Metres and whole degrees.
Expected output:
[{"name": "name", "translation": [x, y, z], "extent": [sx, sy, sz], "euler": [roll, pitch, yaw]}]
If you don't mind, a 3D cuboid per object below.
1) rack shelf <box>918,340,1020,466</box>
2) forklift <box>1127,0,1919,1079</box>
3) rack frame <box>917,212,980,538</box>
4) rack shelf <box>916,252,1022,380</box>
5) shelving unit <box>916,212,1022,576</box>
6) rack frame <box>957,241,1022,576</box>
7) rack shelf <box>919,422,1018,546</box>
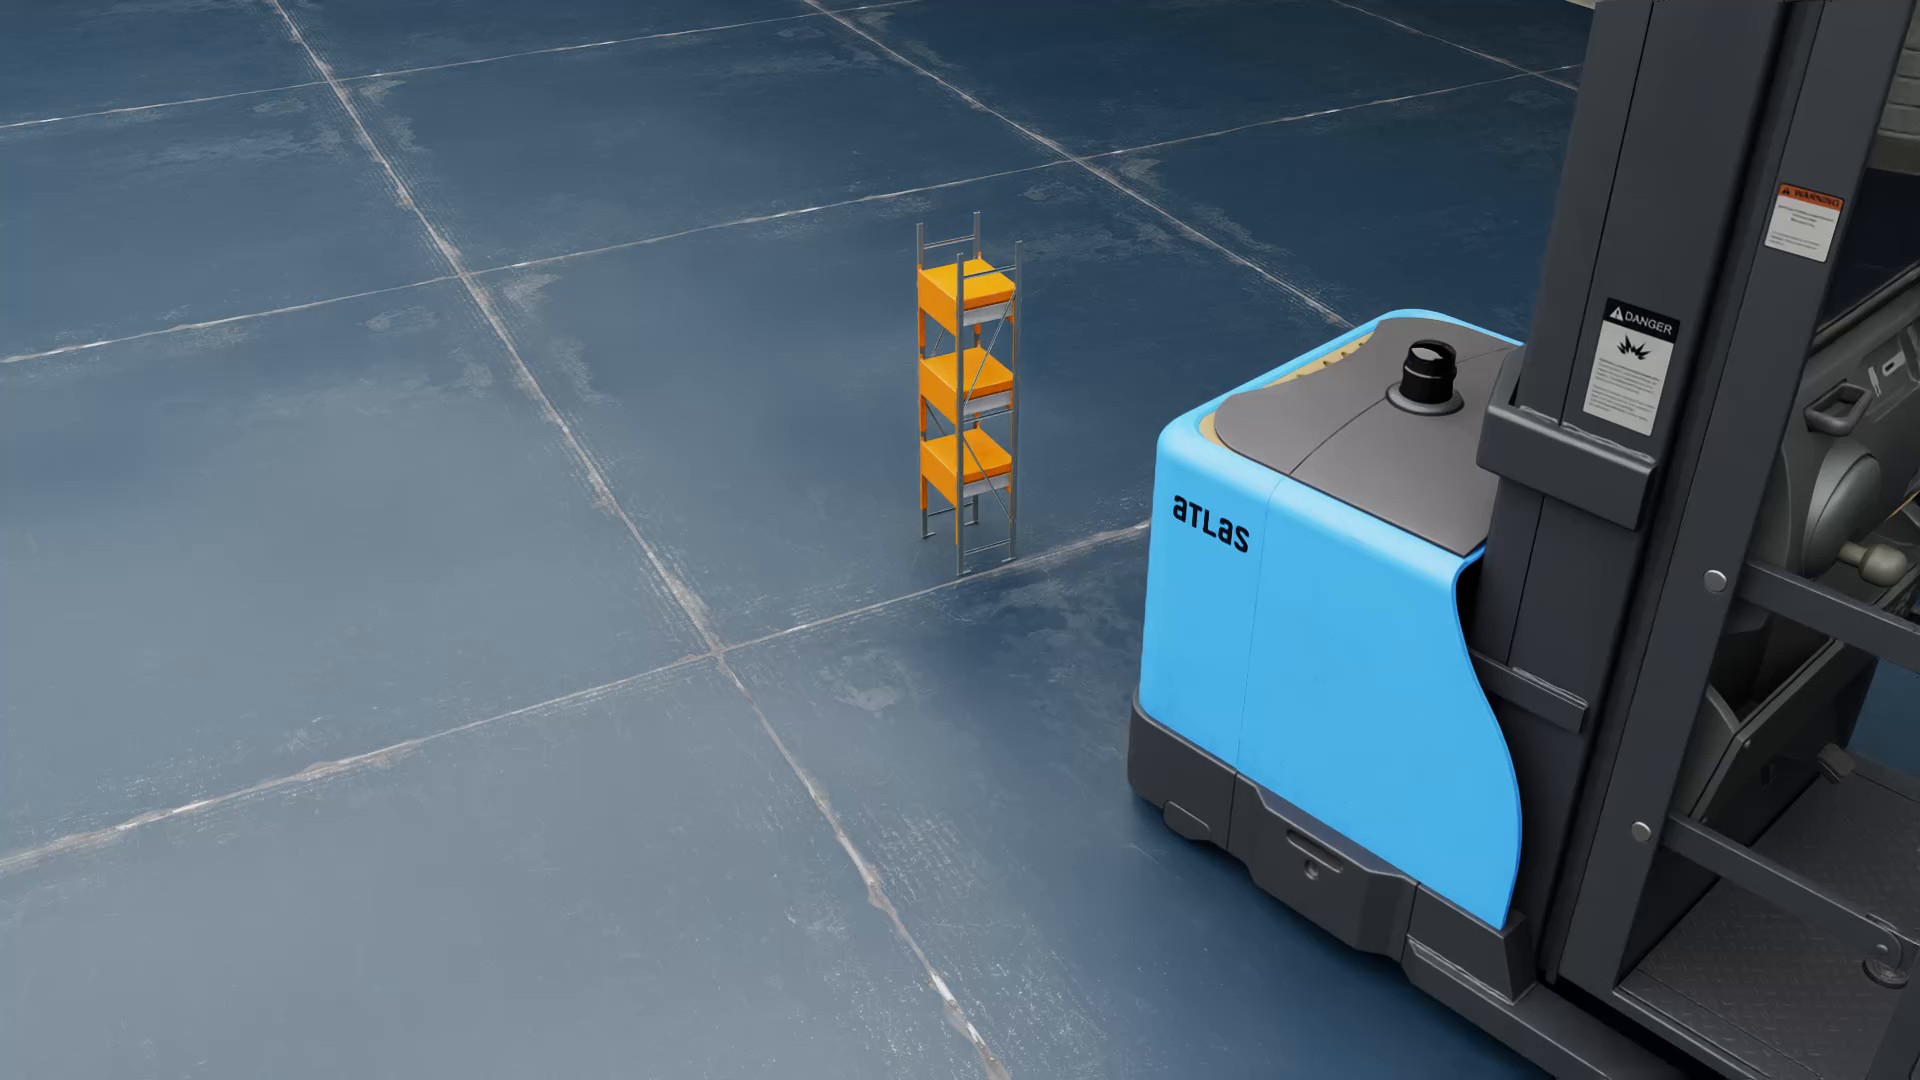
[{"name": "rack shelf", "translation": [0.025, -0.408, 4.933], "extent": [0.215, 0.259, 0.240], "euler": [-16, 36, -23]}, {"name": "forklift", "translation": [1.794, -0.178, 2.811], "extent": [1.130, 2.935, 3.031], "euler": [-27, 41, -35]}, {"name": "rack frame", "translation": [-0.032, -0.475, 5.018], "extent": [0.200, 1.050, 0.008], "euler": [-16, 36, -23]}, {"name": "rack shelf", "translation": [0.025, -0.647, 4.780], "extent": [0.215, 0.259, 0.240], "euler": [-16, 36, -23]}, {"name": "shelving unit", "translation": [0.025, -0.417, 4.927], "extent": [0.215, 1.050, 0.252], "euler": [-16, 36, -23]}, {"name": "rack frame", "translation": [0.082, -0.358, 4.836], "extent": [0.200, 1.050, 0.008], "euler": [-16, 36, -23]}, {"name": "rack shelf", "translation": [0.025, -0.174, 5.083], "extent": [0.215, 0.259, 0.240], "euler": [-16, 36, -23]}]
